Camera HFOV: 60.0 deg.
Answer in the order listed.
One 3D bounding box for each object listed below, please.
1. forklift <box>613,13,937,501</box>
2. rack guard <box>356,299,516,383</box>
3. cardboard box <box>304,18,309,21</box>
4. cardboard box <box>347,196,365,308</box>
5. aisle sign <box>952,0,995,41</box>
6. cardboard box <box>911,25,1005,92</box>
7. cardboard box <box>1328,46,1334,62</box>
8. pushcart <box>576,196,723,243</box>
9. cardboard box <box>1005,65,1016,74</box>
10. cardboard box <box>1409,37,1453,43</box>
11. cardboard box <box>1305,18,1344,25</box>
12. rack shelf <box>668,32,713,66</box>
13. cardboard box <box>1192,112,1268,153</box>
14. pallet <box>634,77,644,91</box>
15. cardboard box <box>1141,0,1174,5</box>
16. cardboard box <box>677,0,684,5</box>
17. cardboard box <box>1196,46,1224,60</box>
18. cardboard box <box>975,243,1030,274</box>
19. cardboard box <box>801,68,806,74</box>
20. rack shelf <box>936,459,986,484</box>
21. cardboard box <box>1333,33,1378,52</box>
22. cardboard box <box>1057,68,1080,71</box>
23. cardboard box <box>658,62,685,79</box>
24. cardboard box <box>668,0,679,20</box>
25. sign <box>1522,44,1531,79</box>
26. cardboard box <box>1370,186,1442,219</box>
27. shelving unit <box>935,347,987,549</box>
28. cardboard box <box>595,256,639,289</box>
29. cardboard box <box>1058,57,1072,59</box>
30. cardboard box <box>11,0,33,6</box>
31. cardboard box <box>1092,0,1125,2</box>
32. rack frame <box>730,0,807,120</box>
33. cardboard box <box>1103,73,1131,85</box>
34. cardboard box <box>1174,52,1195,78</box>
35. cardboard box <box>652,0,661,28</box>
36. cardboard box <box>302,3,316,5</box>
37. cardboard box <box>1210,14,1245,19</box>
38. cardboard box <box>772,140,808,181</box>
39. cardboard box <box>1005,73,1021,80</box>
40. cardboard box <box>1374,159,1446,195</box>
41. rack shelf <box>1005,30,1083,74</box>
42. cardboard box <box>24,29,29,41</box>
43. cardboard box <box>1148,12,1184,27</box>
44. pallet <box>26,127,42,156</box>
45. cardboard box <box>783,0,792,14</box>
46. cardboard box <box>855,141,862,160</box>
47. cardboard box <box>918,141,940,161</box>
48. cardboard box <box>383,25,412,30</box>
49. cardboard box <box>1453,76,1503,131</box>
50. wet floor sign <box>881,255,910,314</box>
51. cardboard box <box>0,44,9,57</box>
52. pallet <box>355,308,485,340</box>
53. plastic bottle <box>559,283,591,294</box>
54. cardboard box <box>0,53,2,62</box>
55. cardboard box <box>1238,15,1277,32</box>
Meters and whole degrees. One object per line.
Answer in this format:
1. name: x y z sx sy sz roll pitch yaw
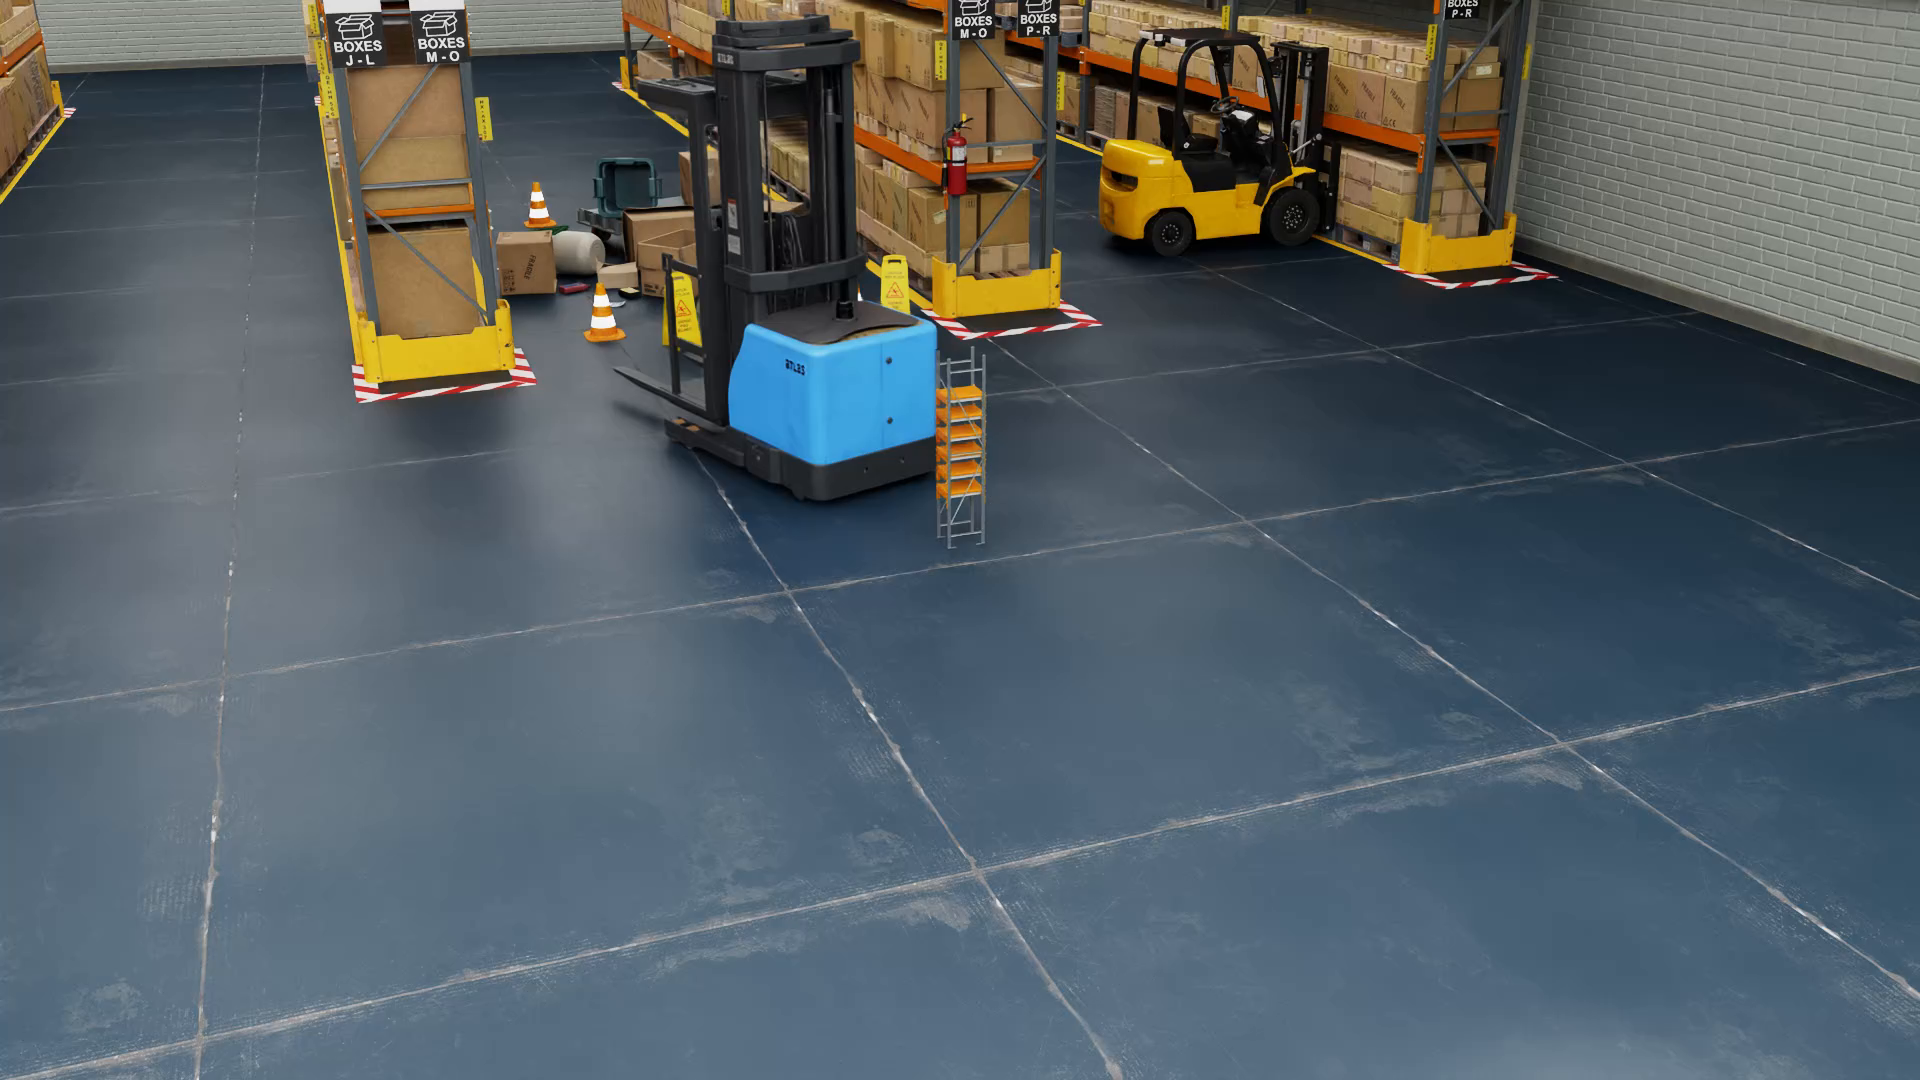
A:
1. forklift: -1.458 -2.102 11.464 1.130 2.935 3.031 -18 29 -36
2. rack guard: -4.223 -1.610 13.426 1.175 0.500 0.348 -8 24 -19
3. cardboard box: -7.839 -6.331 20.426 0.380 0.149 0.250 -8 24 -17
4. cardboard box: -4.846 -2.542 14.614 0.875 0.875 0.875 -9 24 -20
5. aisle sign: 0.114 -4.622 14.007 0.394 0.787 0.004 -8 24 -19
6. cardboard box: -0.021 -4.286 14.758 0.700 0.500 0.500 -9 24 -20
7. cardboard box: 4.141 -5.167 17.684 0.380 0.149 0.250 -9 24 -19
8. pushcart: -3.165 -3.401 17.833 1.648 0.377 0.936 -18 29 -37
9. cardboard box: 0.924 -7.172 26.082 0.500 0.500 0.500 -9 24 -20
10. cardboard box: 4.846 -5.088 17.113 0.380 0.149 0.250 -8 24 -19
11. cardboard box: 4.144 -5.839 18.894 0.380 0.149 0.250 -9 24 -19
12. rack shelf: -3.169 -6.789 23.421 1.077 0.370 4.000 -8 24 -19
13. cardboard box: 3.398 -4.910 20.553 0.875 0.625 0.625 -7 24 -17
14. pallet: -4.933 -7.735 28.331 1.003 0.211 1.213 -8 24 -19
15. cardboard box: 2.681 -7.251 22.627 0.380 0.149 0.250 -8 24 -18
16. cardboard box: -3.783 -7.973 23.889 0.500 0.500 0.500 -8 24 -19
17. cardboard box: 3.180 -5.927 20.000 0.500 0.250 0.500 -9 24 -20
18. cardboard box: 0.337 -2.744 15.898 0.500 0.250 0.500 -9 24 -19
19. cardboard box: -1.566 -5.265 18.663 0.380 0.149 0.250 -9 25 -21
20. rack shelf: 0.005 -0.396 10.068 0.258 0.103 0.180 -8 24 -19
21. cardboard box: 4.138 -5.202 17.384 0.380 0.149 0.250 -8 24 -18
22. cardboard box: 1.540 -6.860 24.506 0.380 0.149 0.250 -8 24 -17
23. cardboard box: -4.314 -7.428 26.769 0.875 0.438 0.875 -9 25 -21
24. cardboard box: -3.984 -7.809 24.466 0.500 0.250 0.500 -9 24 -21
25. sign: 5.527 -4.678 16.271 0.100 0.325 0.005 -8 24 -19
26. cardboard box: 4.542 -3.460 16.952 0.500 0.250 0.500 -9 24 -20
27. shelving unit: 0.005 -0.548 10.004 0.258 1.200 0.189 -8 24 -19
28. cardboard box: -3.314 -2.592 16.059 0.396 0.266 0.258 -4 23 -10
29. cardboard box: 1.520 -7.397 25.780 0.380 0.149 0.250 -8 24 -18
30. cardboard box: -14.142 -8.213 24.719 0.500 0.500 0.500 -8 24 -18
31. cardboard box: 2.144 -7.524 23.570 0.500 0.500 0.500 -7 24 -17
32. rack frame: -2.462 -6.393 21.557 1.000 3.000 0.127 -8 24 -19
33. cardboard box: 2.287 -6.649 24.005 0.380 0.149 0.250 -7 24 -16
34. cardboard box: 2.987 -5.882 20.538 0.500 0.250 0.500 -8 24 -19
35. cardboard box: -4.465 -8.213 25.744 0.500 0.500 0.500 -9 24 -20
36. cardboard box: -8.570 -7.083 22.209 0.380 0.149 0.250 -8 24 -19
37. cardboard box: 3.362 -6.504 20.855 0.380 0.149 0.250 -8 24 -19
38. cardboard box: -1.741 -4.626 20.206 0.950 0.372 0.625 -8 24 -17
39. cardboard box: 0.270 -4.068 15.527 0.500 0.500 0.500 -8 24 -17
40. cardboard box: 4.552 -3.681 16.833 0.500 0.250 0.500 -8 24 -17
41. rack shelf: 1.473 -7.471 25.040 1.077 0.370 4.000 -8 24 -19
42. cardboard box: -13.671 -7.275 23.973 0.380 0.149 0.250 -8 24 -19
43. cardboard box: 2.619 -6.607 21.100 0.380 0.149 0.250 -9 24 -20
44. pallet: -13.342 -5.489 23.002 1.003 0.211 1.213 -8 24 -19
45. cardboard box: -1.798 -6.097 18.967 0.380 0.149 0.250 -9 25 -21
46. cardboard box: -0.922 -4.019 17.123 0.380 0.149 0.250 -7 24 -17
47. cardboard box: -0.162 -3.554 15.144 0.380 0.149 0.250 -9 24 -20
48. cardboard box: -5.243 -4.468 15.406 0.875 0.550 0.550 -8 24 -19
49. cardboard box: 5.091 -4.433 16.777 0.500 0.500 0.500 -8 24 -17
50. wet floor sign: -0.570 -2.186 14.605 0.267 0.644 0.232 0 23 -1
51. cardboard box: -12.940 -6.524 22.191 0.380 0.149 0.250 -8 24 -19
52. pallet: -4.587 -1.765 14.167 1.003 0.211 1.213 -8 24 -19
53. plastic bottle: -3.677 -2.411 15.892 0.283 0.061 0.133 -18 29 -37
54. cardboard box: -12.726 -6.401 21.445 0.500 0.500 0.500 -8 24 -19
55. cardboard box: 3.428 -5.948 19.153 0.380 0.149 0.250 -8 24 -18
